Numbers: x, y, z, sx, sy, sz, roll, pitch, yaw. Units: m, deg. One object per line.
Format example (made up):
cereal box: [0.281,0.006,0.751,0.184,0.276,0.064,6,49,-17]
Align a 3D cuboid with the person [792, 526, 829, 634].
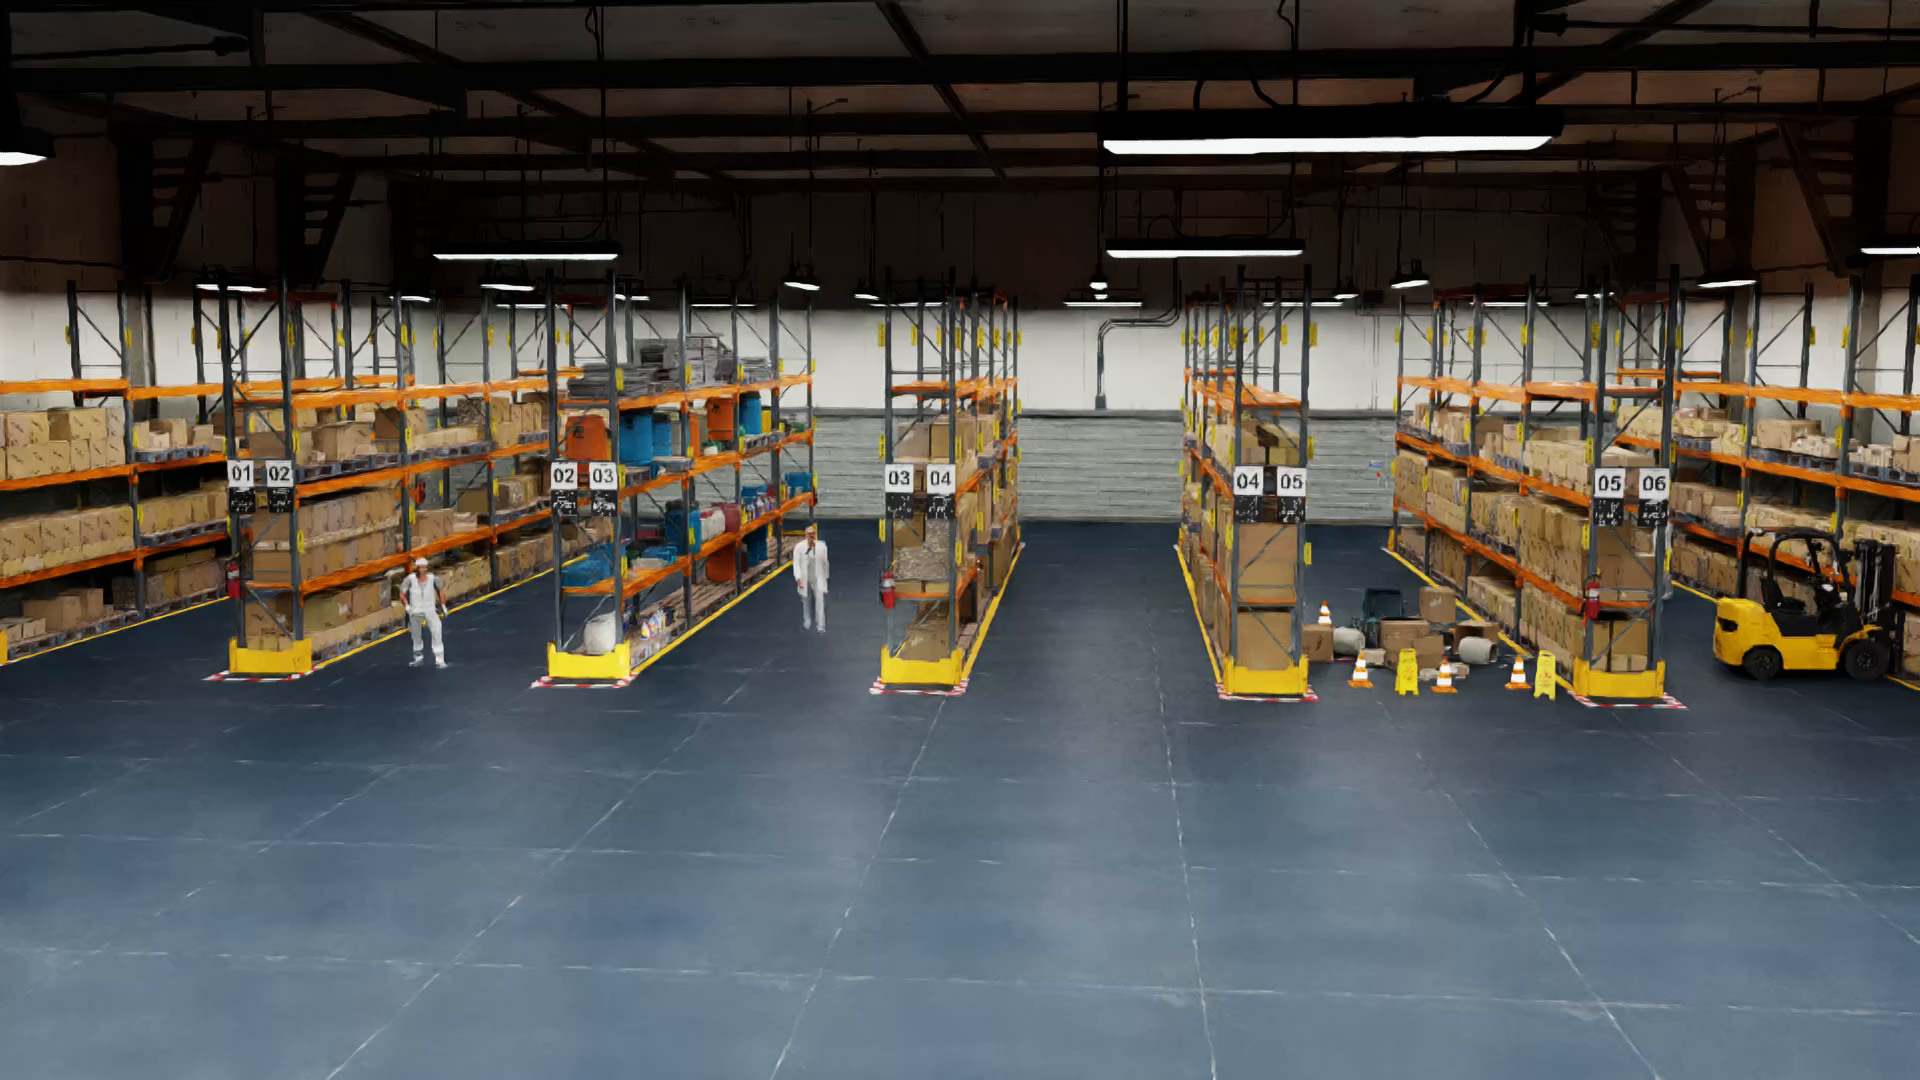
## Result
person: [-2.394,0.619,26.689,0.580,1.714,1.105,0,7,-3]

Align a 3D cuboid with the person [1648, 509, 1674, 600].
person: [13.435,0.239,31.933,0.587,1.763,0.677,4,8,27]

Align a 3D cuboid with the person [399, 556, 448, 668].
person: [-8.117,1.087,25.184,0.678,1.725,0.789,-2,7,-14]
